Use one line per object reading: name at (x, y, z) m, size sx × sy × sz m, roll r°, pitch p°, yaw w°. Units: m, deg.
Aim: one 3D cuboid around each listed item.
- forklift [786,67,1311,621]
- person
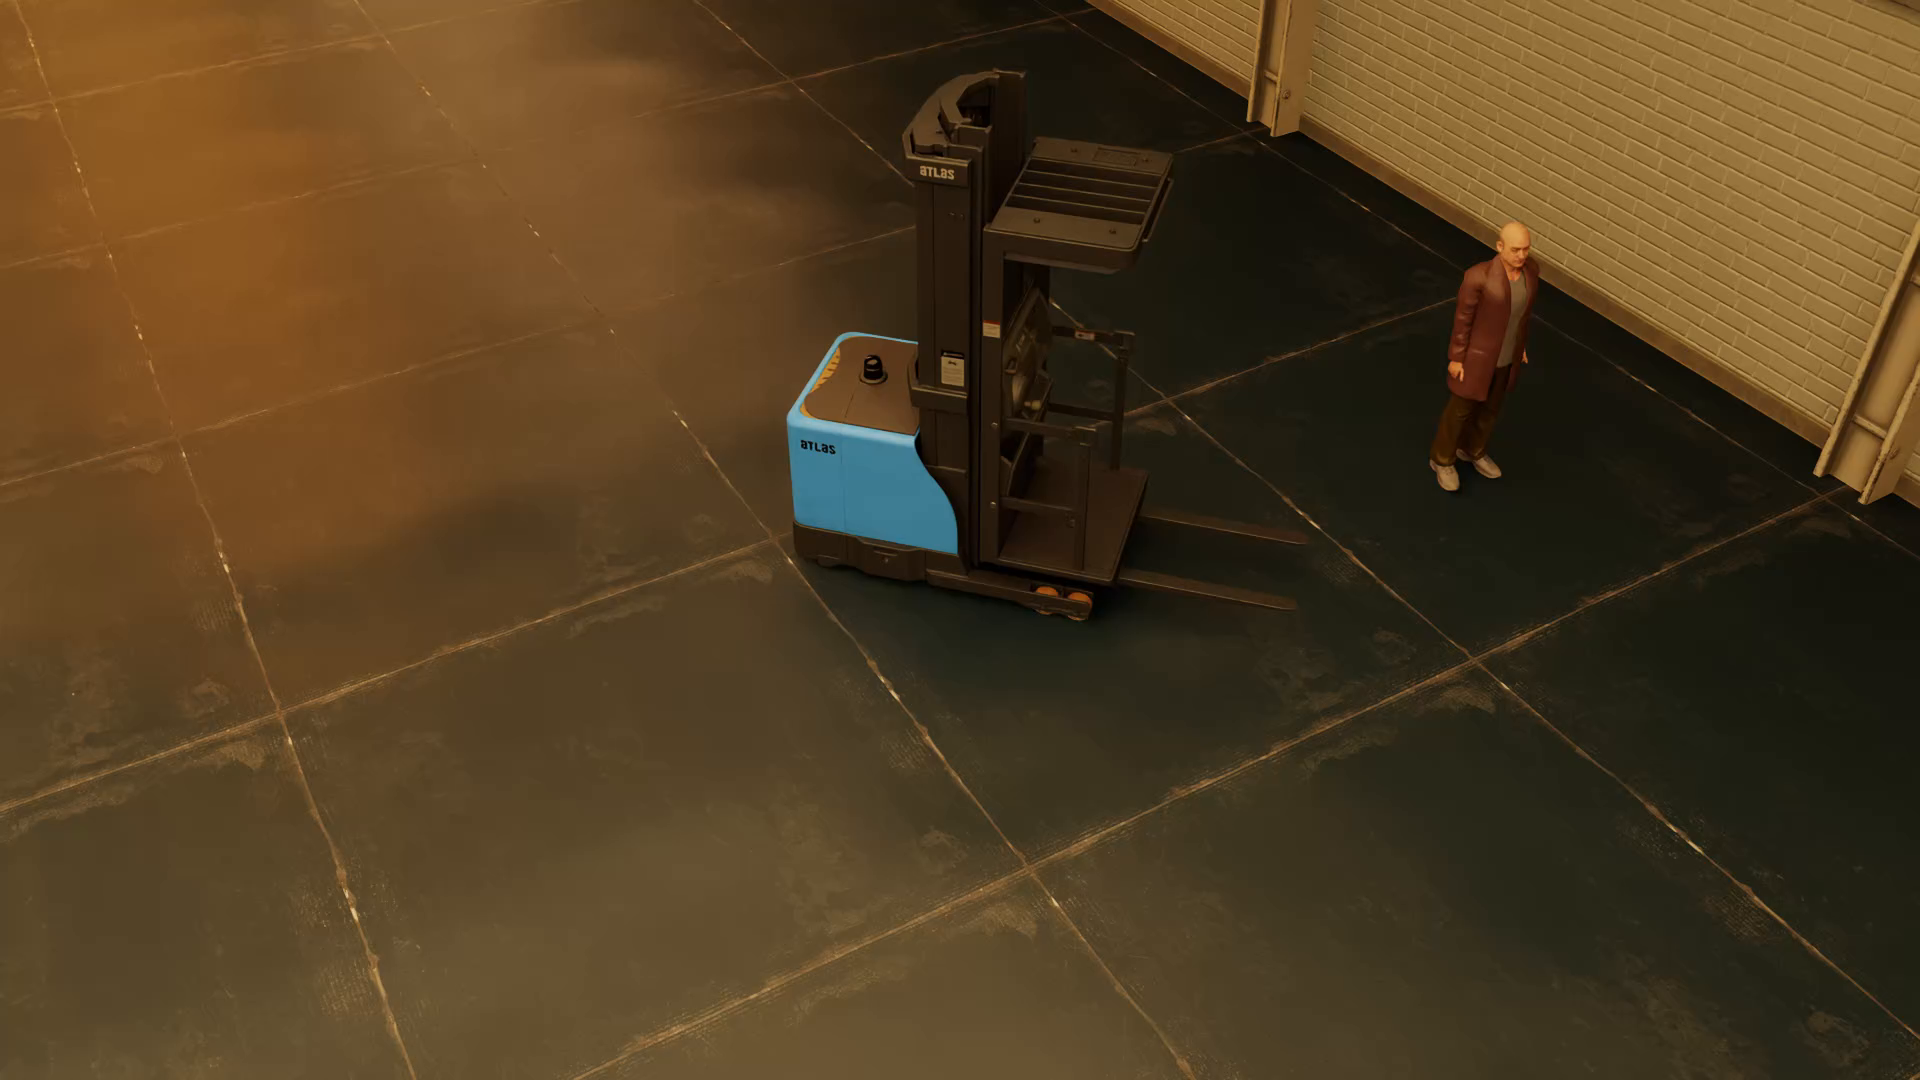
forklift at (0.563, -1.035, 9.285) m, size 3.031 × 2.935 × 1.130 m, roll 11°, pitch 41°, yaw 13°
person at (3.298, -1.139, 10.309) m, size 0.570 × 1.783 × 0.381 m, roll -15°, pitch 42°, yaw -17°
